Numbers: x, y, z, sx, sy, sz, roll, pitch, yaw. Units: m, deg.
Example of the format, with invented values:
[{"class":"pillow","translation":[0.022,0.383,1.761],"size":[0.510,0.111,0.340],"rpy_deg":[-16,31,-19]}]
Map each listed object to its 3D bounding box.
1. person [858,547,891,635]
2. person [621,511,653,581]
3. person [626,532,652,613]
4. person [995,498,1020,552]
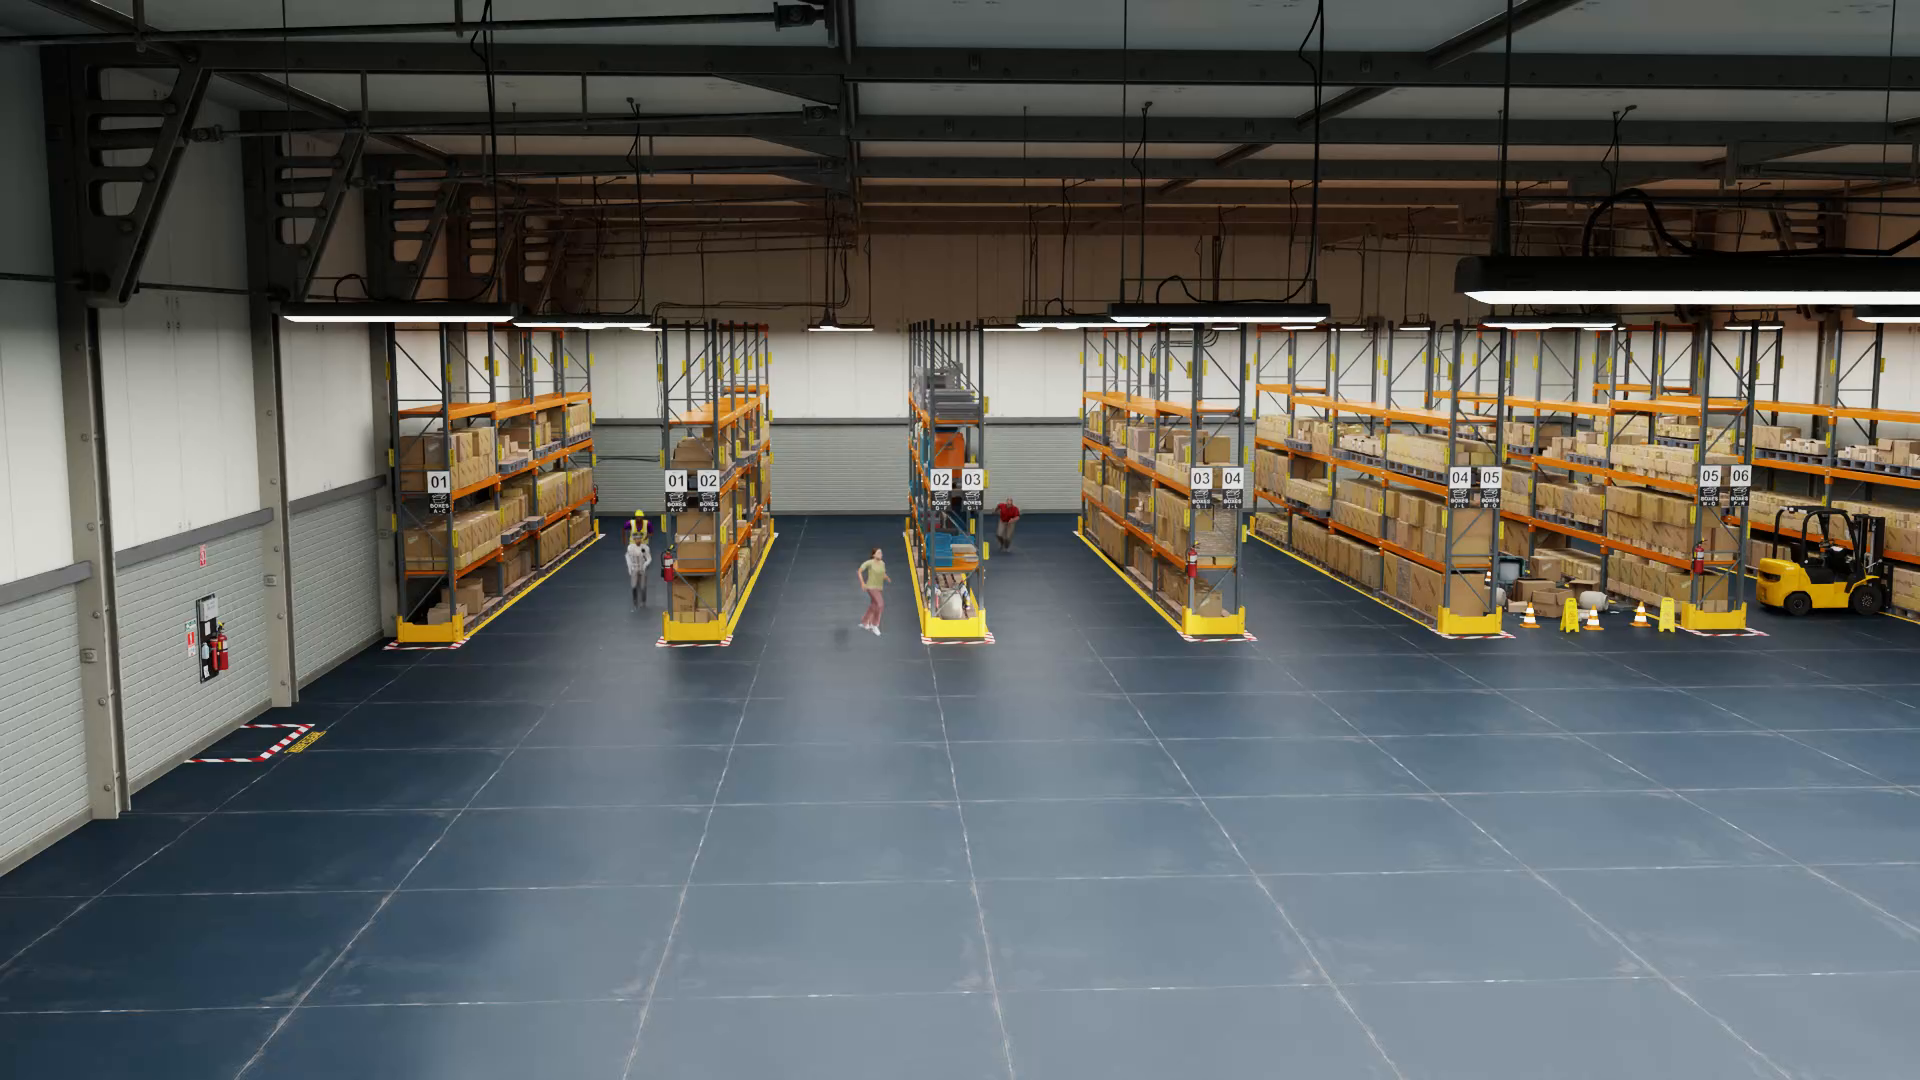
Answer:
[{"class":"person","translation":[-1.638,0.953,31.535],"size":[0.785,1.677,0.524],"rpy_deg":[7,10,43]},{"class":"person","translation":[-7.453,0.140,38.532],"size":[0.700,1.681,0.711],"rpy_deg":[-2,7,-19]},{"class":"person","translation":[-6.647,0.668,34.433],"size":[0.533,1.712,0.764],"rpy_deg":[-1,7,-11]},{"class":"person","translation":[1.227,-0.387,43.506],"size":[0.694,1.479,1.010],"rpy_deg":[1,7,7]}]
